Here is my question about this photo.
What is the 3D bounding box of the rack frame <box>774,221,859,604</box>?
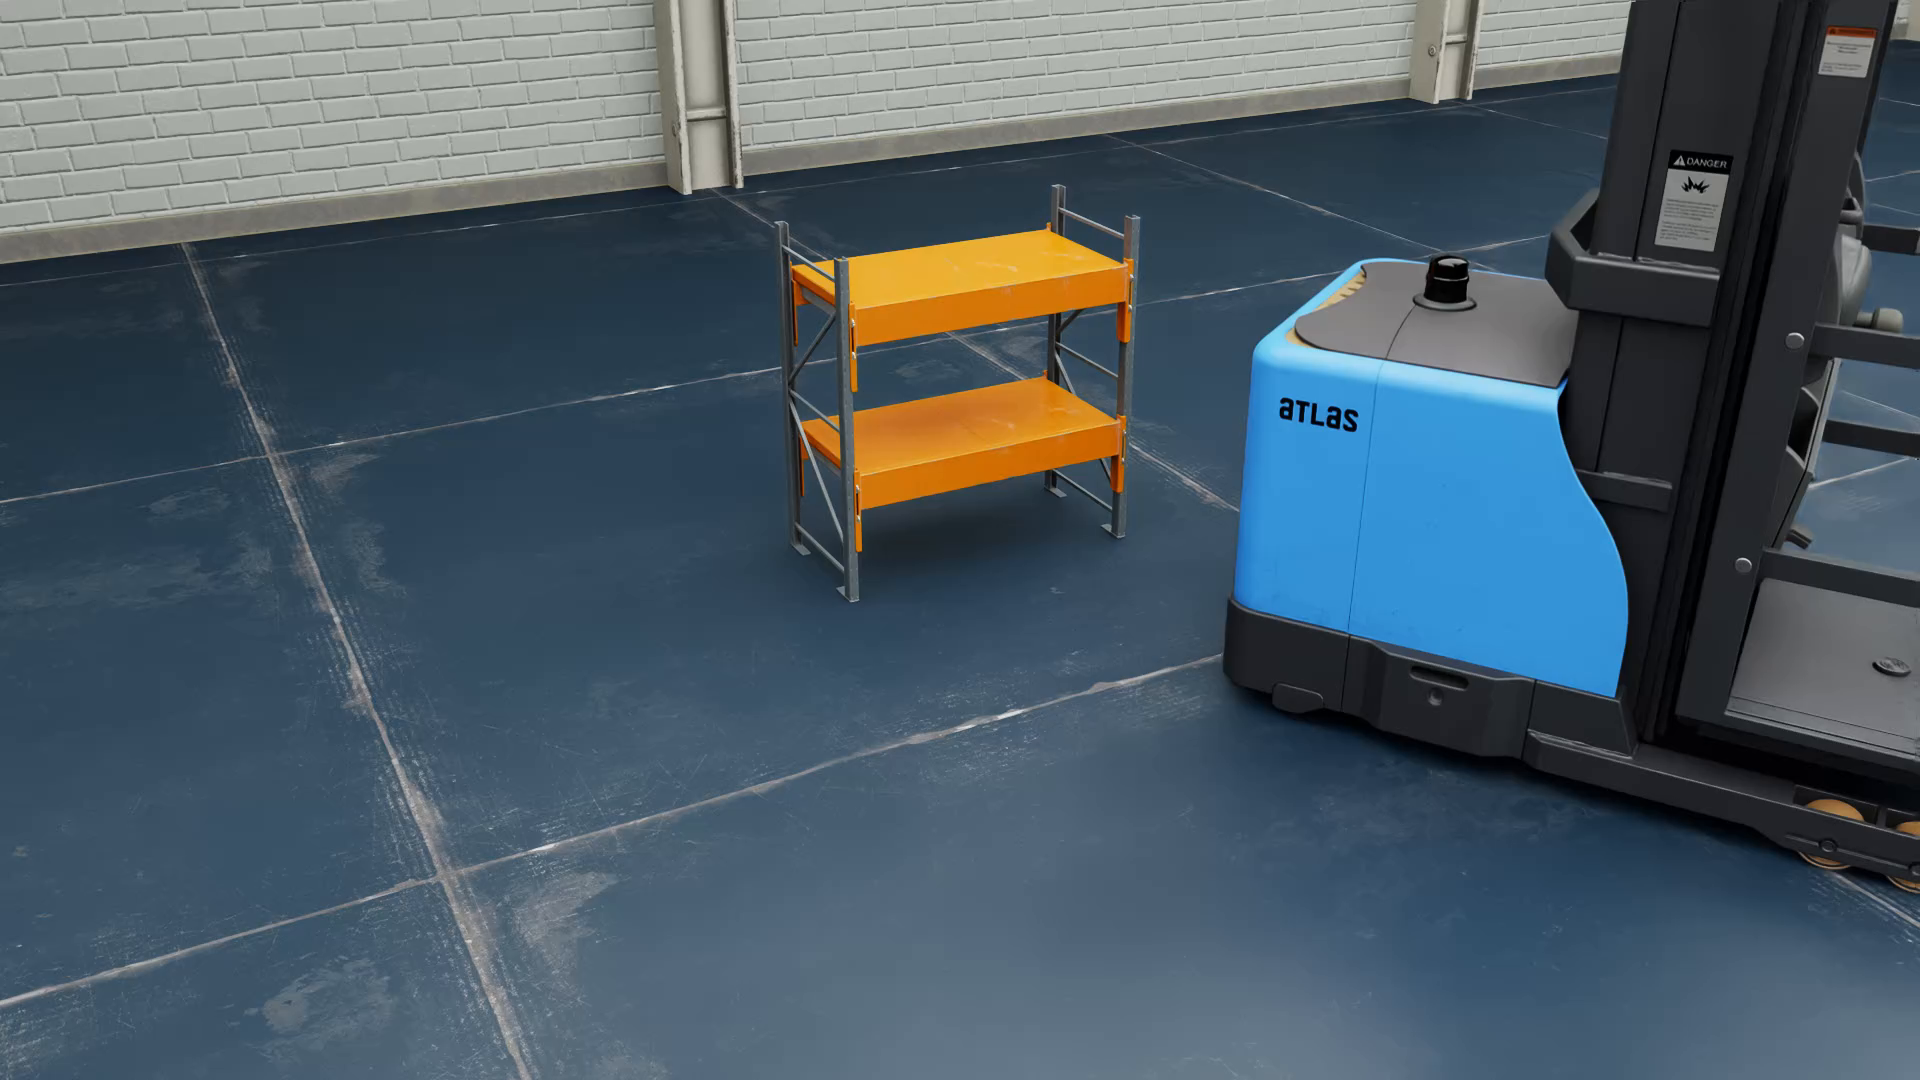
[{"bbox_3d":[-0.455,-0.402,5.288,0.032,1.125,0.500,-13,29,-25],"label":"rack frame"}]

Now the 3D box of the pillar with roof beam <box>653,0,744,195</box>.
[{"bbox_3d":[0.442,-4.616,4.967,0.400,9.000,9.100,-13,29,-25],"label":"pillar with roof beam"}]

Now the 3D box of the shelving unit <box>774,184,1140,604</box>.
[{"bbox_3d":[-0.006,-0.506,5.504,1.048,1.125,0.538,-13,29,-25],"label":"shelving unit"}]

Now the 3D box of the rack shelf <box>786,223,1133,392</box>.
[{"bbox_3d":[-0.006,-0.770,5.377,1.000,0.278,0.538,-13,29,-25],"label":"rack shelf"}]

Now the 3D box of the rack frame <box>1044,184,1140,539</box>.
[{"bbox_3d":[0.443,-0.609,5.719,0.032,1.125,0.500,-13,29,-25],"label":"rack frame"}]

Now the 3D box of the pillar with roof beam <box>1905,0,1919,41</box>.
[{"bbox_3d":[11.031,-7.060,10.057,0.400,9.000,9.100,-13,29,-25],"label":"pillar with roof beam"}]

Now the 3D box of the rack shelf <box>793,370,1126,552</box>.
[{"bbox_3d":[-0.006,-0.285,5.609,1.000,0.278,0.538,-13,29,-25],"label":"rack shelf"}]

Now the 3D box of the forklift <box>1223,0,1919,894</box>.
[{"bbox_3d":[2.298,-0.738,3.901,3.031,2.935,1.130,14,29,26],"label":"forklift"}]

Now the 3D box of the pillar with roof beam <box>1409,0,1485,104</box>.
[{"bbox_3d":[5.736,-5.838,7.512,0.400,9.000,9.100,-13,29,-25],"label":"pillar with roof beam"}]
